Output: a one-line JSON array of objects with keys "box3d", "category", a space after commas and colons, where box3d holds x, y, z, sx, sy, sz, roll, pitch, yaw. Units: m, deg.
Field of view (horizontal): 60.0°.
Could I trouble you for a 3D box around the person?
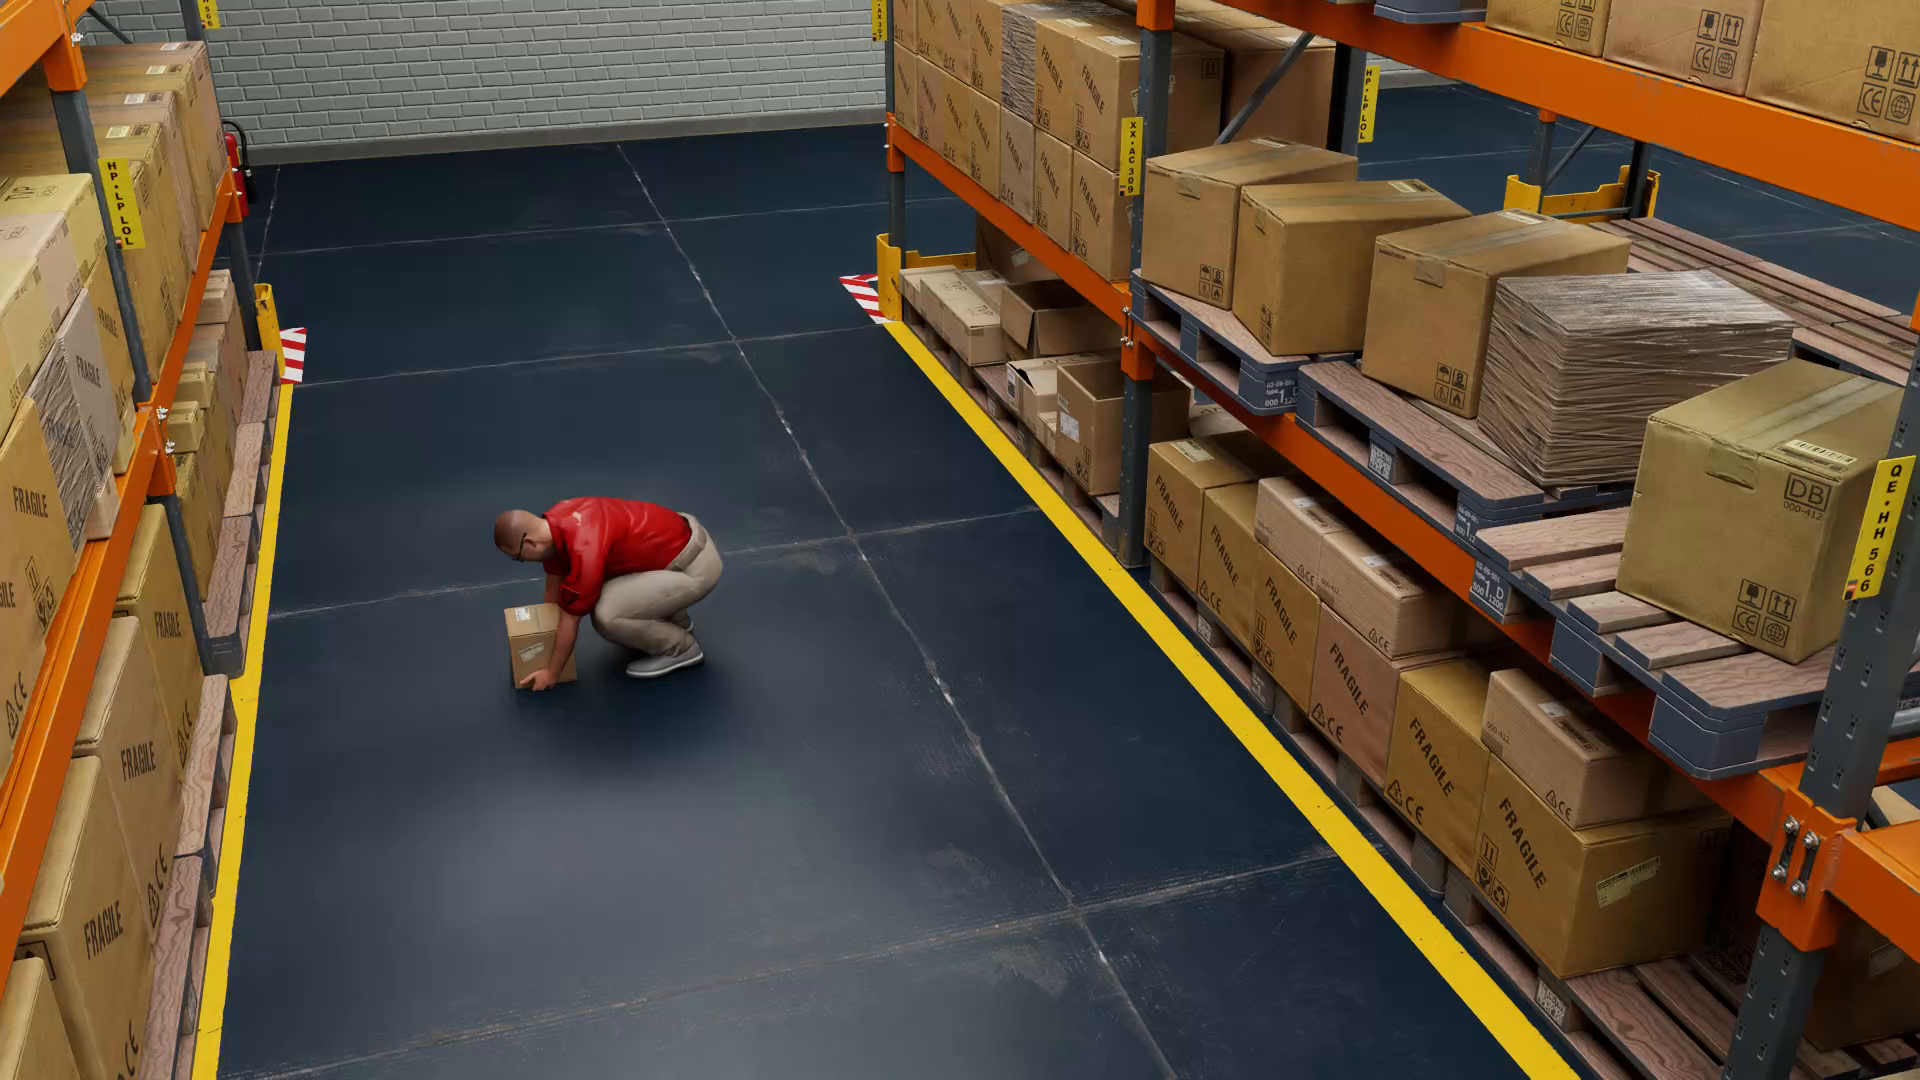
[{"box3d": [-1.439, 0.194, 6.910, 0.902, 0.849, 0.541, -9, 27, -17], "category": "person"}]
